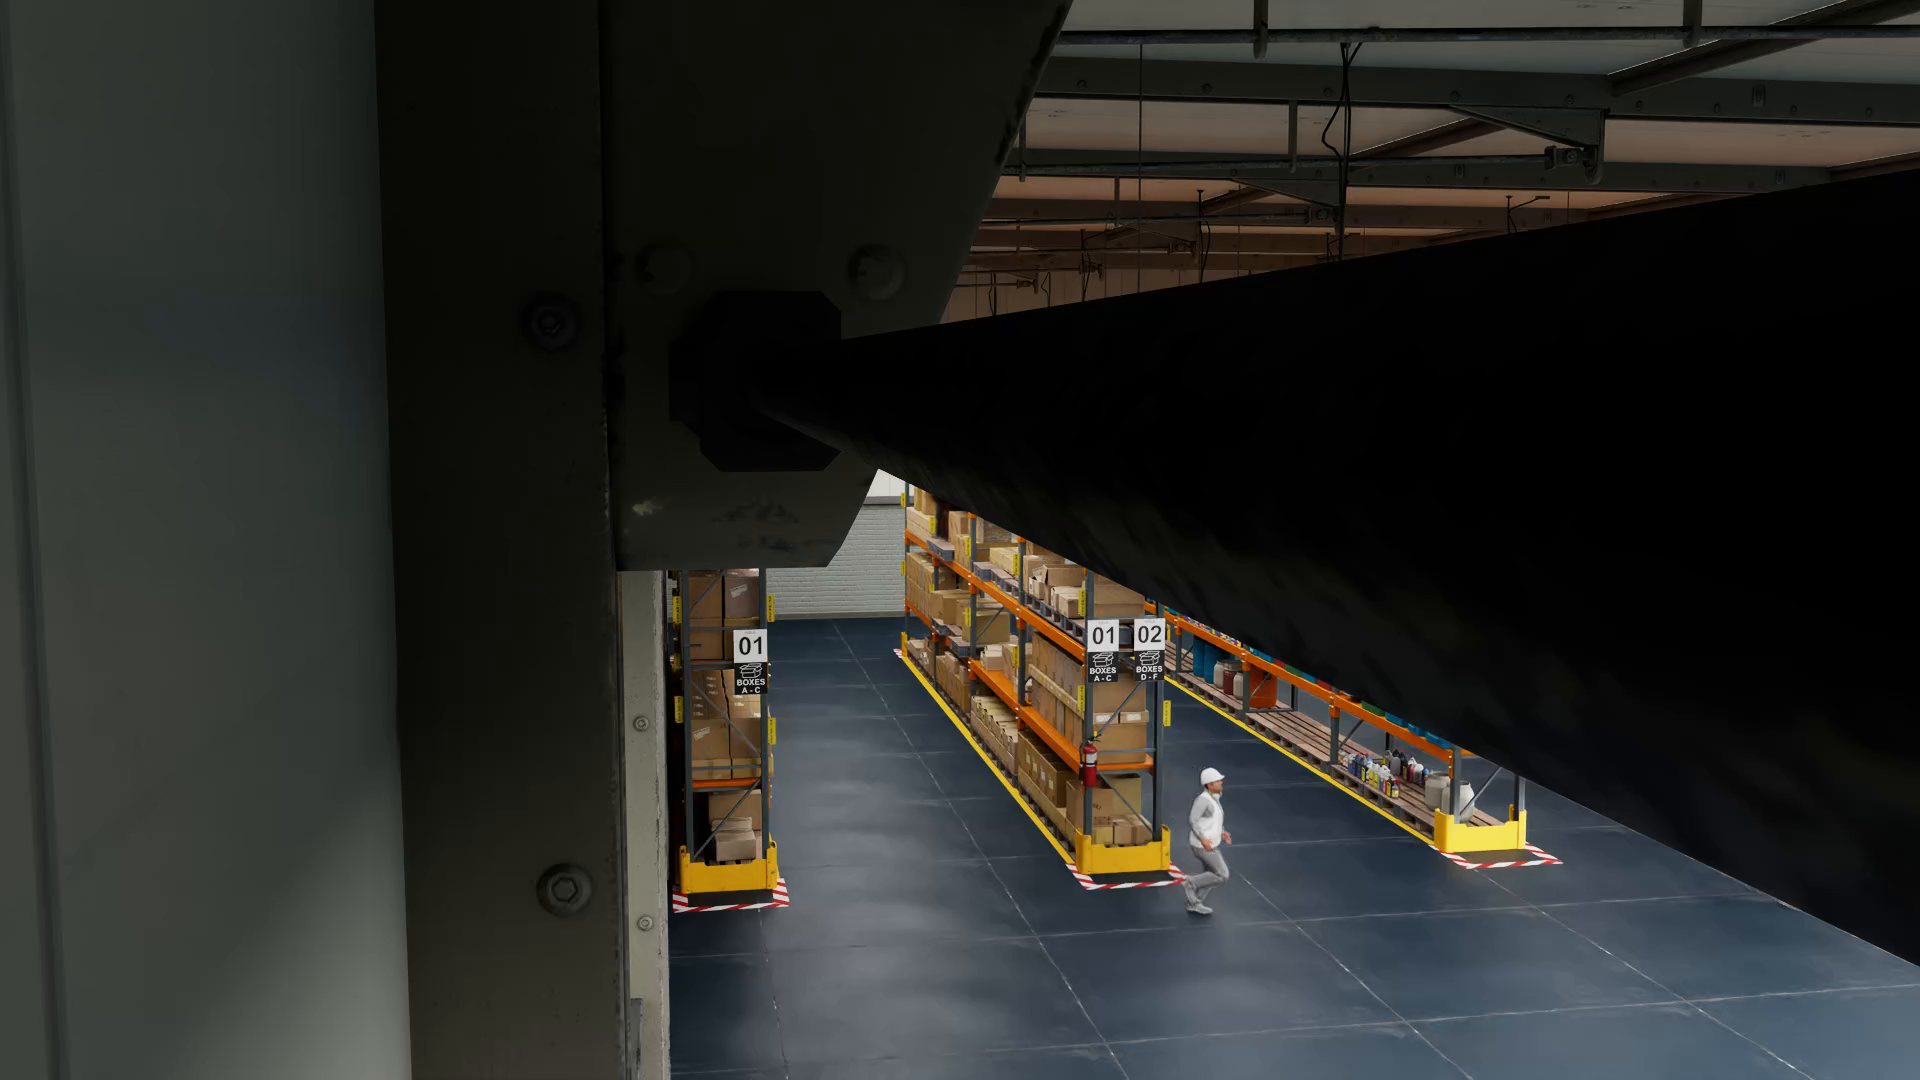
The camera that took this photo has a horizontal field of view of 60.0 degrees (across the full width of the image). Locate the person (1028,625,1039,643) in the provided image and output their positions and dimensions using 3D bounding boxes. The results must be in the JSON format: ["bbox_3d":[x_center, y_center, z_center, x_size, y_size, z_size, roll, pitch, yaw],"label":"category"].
[{"bbox_3d":[1.623,1.570,35.042,0.731,1.762,0.562,-3,7,-29],"label":"person"}]

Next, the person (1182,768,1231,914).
[{"bbox_3d":[2.867,3.488,19.287,0.549,1.704,0.622,2,6,16],"label":"person"}]

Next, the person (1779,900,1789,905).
[{"bbox_3d":[9.987,3.489,19.418,0.694,1.728,0.673,3,7,24],"label":"person"}]
